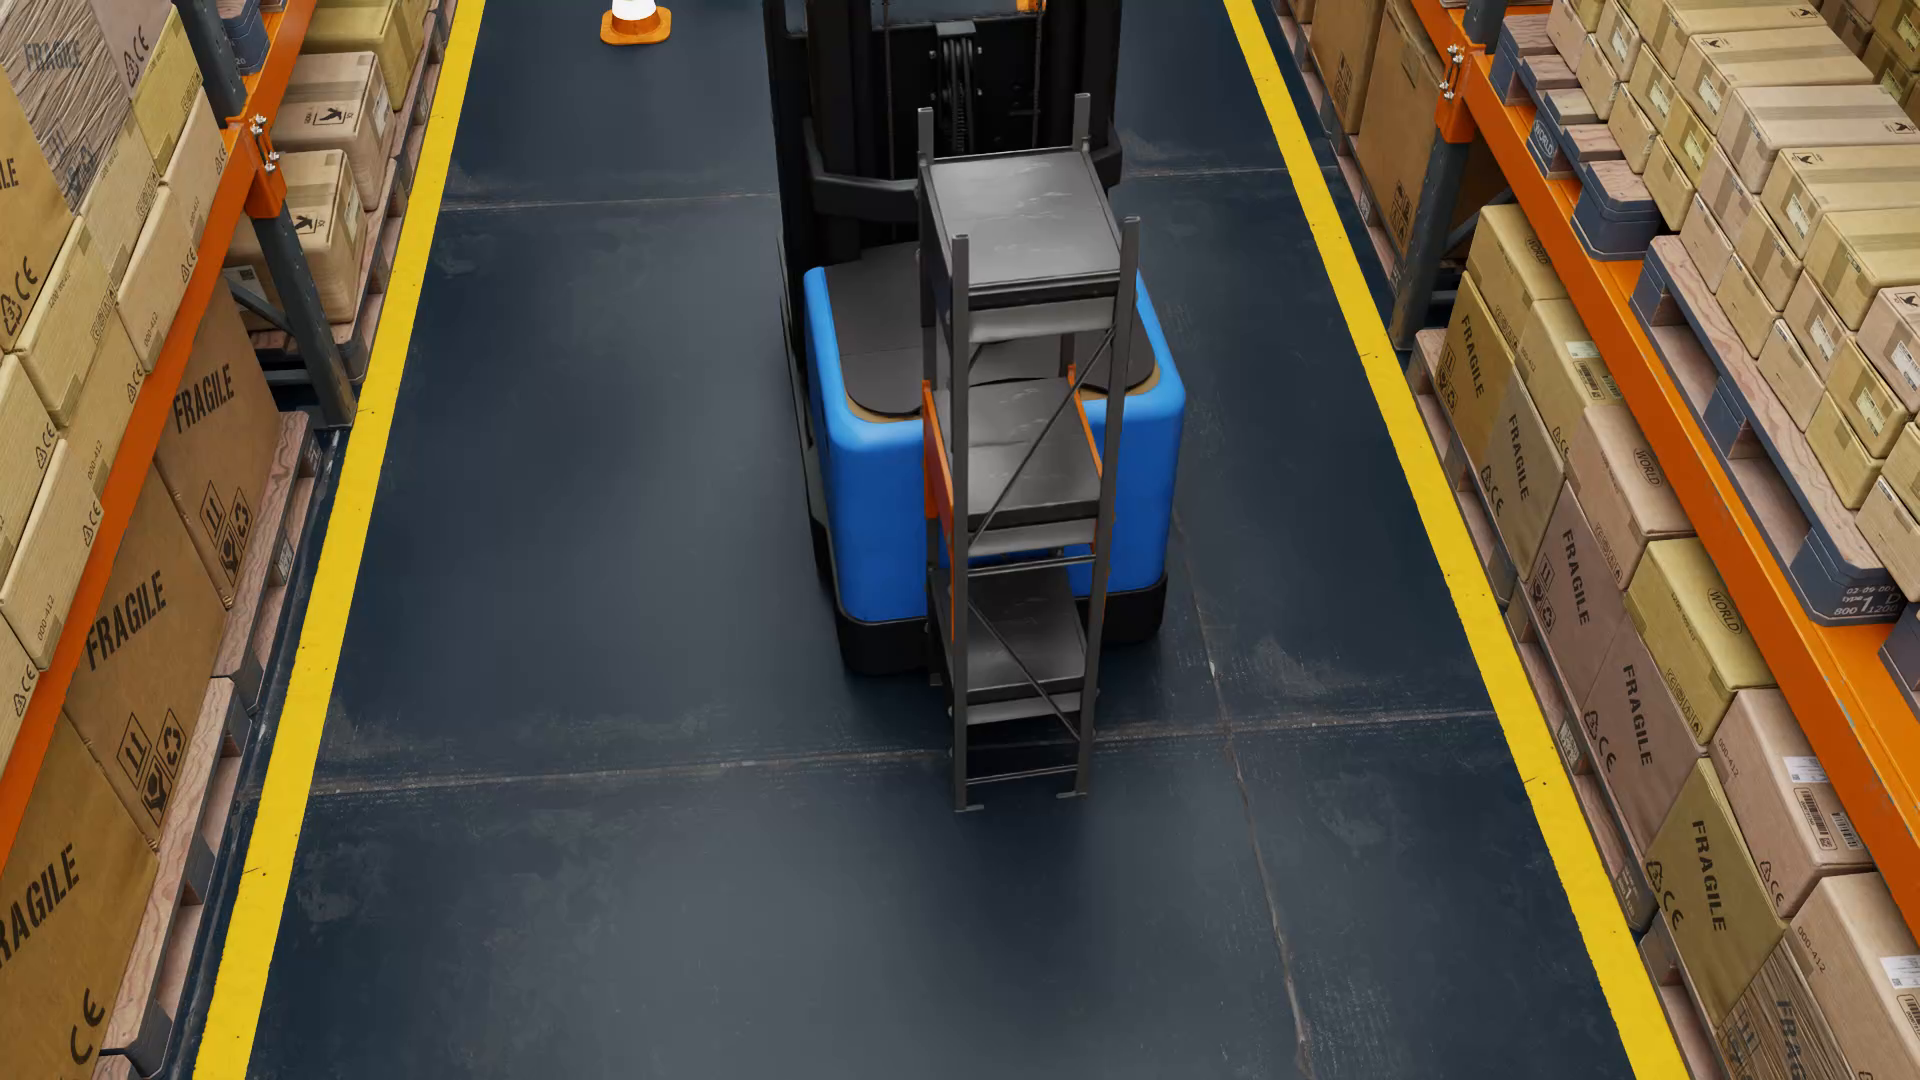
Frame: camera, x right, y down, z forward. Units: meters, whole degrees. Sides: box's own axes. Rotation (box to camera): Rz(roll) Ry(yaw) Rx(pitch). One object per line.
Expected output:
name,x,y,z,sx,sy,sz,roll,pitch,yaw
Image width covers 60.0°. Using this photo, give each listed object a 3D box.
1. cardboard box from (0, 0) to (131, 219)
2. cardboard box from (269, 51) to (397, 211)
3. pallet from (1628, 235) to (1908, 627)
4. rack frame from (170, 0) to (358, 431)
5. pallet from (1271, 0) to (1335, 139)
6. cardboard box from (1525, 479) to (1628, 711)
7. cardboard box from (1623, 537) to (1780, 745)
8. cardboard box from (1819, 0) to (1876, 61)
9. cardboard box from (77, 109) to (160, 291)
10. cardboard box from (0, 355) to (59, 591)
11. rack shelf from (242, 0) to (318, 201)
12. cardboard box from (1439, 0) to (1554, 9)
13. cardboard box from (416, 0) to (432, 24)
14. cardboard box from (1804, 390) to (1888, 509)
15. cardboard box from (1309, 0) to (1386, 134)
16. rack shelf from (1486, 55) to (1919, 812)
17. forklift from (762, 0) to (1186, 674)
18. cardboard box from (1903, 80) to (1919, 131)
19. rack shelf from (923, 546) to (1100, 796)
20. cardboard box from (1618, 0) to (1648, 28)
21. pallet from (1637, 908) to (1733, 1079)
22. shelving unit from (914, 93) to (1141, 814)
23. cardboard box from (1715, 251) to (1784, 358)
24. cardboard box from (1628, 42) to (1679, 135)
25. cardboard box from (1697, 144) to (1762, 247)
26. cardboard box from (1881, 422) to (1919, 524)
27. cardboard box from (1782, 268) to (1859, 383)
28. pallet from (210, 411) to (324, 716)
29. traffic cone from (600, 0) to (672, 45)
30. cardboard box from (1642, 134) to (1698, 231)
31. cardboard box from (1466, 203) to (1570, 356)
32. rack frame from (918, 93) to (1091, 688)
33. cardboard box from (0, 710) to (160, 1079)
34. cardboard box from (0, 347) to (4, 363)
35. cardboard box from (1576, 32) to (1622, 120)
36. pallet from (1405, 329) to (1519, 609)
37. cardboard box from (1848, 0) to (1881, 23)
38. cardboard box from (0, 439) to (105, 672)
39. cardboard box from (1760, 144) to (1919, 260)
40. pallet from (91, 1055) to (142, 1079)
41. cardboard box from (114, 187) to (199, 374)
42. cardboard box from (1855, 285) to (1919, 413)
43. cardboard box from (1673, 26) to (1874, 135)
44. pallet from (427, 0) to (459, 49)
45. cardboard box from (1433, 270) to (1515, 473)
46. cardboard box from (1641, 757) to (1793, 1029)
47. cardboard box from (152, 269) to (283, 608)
cardboard box,-2.390,-1.106,3.974,0.500,0.500,0.500,-3,47,-3
cardboard box,-2.852,-1.640,6.758,0.950,0.372,0.625,-4,47,-4
pallet,2.386,-0.335,4.134,1.003,0.211,1.213,-3,47,-3
rack frame,-2.745,-1.457,5.064,1.000,3.000,0.127,-3,47,-3
pallet,2.089,-2.328,7.809,1.003,0.211,1.213,-3,47,-3
cardboard box,2.077,0.146,4.978,0.500,0.500,0.500,-5,47,-4
cardboard box,2.112,0.243,4.370,0.500,0.250,0.500,-5,47,-5
cardboard box,2.698,-1.468,4.754,0.380,0.149,0.250,-2,47,-2
cardboard box,-2.405,-0.871,4.268,0.500,0.250,0.500,-5,47,-4
cardboard box,-2.298,-0.127,3.563,0.500,0.250,0.500,-5,47,-4
rack shelf,-2.913,-2.657,6.695,1.077,0.370,4.000,-3,47,-3
cardboard box,1.874,-2.175,5.675,0.500,0.500,0.500,-3,47,-3
cardboard box,-2.970,-2.692,7.755,0.950,0.372,0.625,-1,47,-1
cardboard box,2.171,-0.212,3.769,0.380,0.149,0.250,-2,47,-2
cardboard box,2.141,-2.280,7.104,1.050,0.750,0.750,-3,47,-3
rack shelf,2.347,-0.204,4.238,0.919,0.124,3.809,-3,47,-3
forklift,-0.091,-1.669,5.312,1.130,2.935,3.031,-7,47,-6
cardboard box,2.743,-1.097,4.402,0.380,0.149,0.250,-3,47,-3
rack shelf,0.142,0.385,4.922,0.431,0.518,0.480,-7,47,-6
cardboard box,2.050,-1.553,4.629,0.380,0.149,0.250,-5,47,-4
pallet,2.447,1.459,4.223,1.003,0.211,1.213,-3,47,-3
shelving unit,0.142,-0.106,4.404,0.431,2.100,0.503,-7,47,-6
cardboard box,2.128,-0.594,4.130,0.380,0.149,0.250,-3,47,-3
cardboard box,2.070,-1.240,4.538,0.380,0.149,0.250,-5,47,-5
cardboard box,2.111,-0.877,4.194,0.380,0.149,0.250,-3,47,-3
cardboard box,2.195,-0.129,3.485,0.380,0.149,0.250,-6,47,-5
cardboard box,2.155,-0.503,3.839,0.380,0.149,0.250,-2,47,-2
pallet,-2.754,0.077,5.532,1.003,0.211,1.213,-3,47,-3
traffic cone,-1.581,-2.667,7.957,0.336,0.463,0.334,-3,47,-3
cardboard box,2.085,-0.968,4.485,0.380,0.149,0.250,-2,47,-1
cardboard box,1.996,-0.860,5.414,0.500,0.250,0.500,-5,47,-5
rack frame,0.102,-0.281,4.570,0.400,2.100,0.015,-7,47,-6
cardboard box,-2.625,0.927,3.981,0.875,0.875,0.875,-2,47,-2
cardboard box,-2.320,-0.380,3.286,0.500,0.500,0.500,-4,47,-4
cardboard box,2.038,-1.359,4.855,0.380,0.149,0.250,-1,47,-1
pallet,2.243,-0.307,5.895,1.003,0.211,1.213,-3,47,-3
cardboard box,2.696,-1.585,4.659,0.380,0.149,0.250,-4,47,-4
cardboard box,-2.289,0.046,3.744,0.500,0.250,0.500,-4,47,-4
cardboard box,2.136,-0.796,3.912,0.380,0.149,0.250,-2,47,-2
pallet,-2.550,1.842,3.860,1.003,0.211,1.213,-3,47,-3
cardboard box,-2.386,-0.686,4.438,0.500,0.250,0.500,-3,47,-3
cardboard box,2.178,-0.421,3.557,0.380,0.149,0.250,-5,47,-5
cardboard box,2.088,-1.184,4.279,0.380,0.149,0.250,-5,47,-5
pallet,-3.013,-2.829,8.284,1.003,0.211,1.213,-3,47,-3
cardboard box,1.984,-0.588,5.674,0.500,0.500,0.500,-5,47,-5
cardboard box,2.158,0.887,4.276,0.500,0.500,0.500,-4,47,-4
cardboard box,-2.770,-0.366,5.205,0.875,0.875,0.875,-4,47,-4
